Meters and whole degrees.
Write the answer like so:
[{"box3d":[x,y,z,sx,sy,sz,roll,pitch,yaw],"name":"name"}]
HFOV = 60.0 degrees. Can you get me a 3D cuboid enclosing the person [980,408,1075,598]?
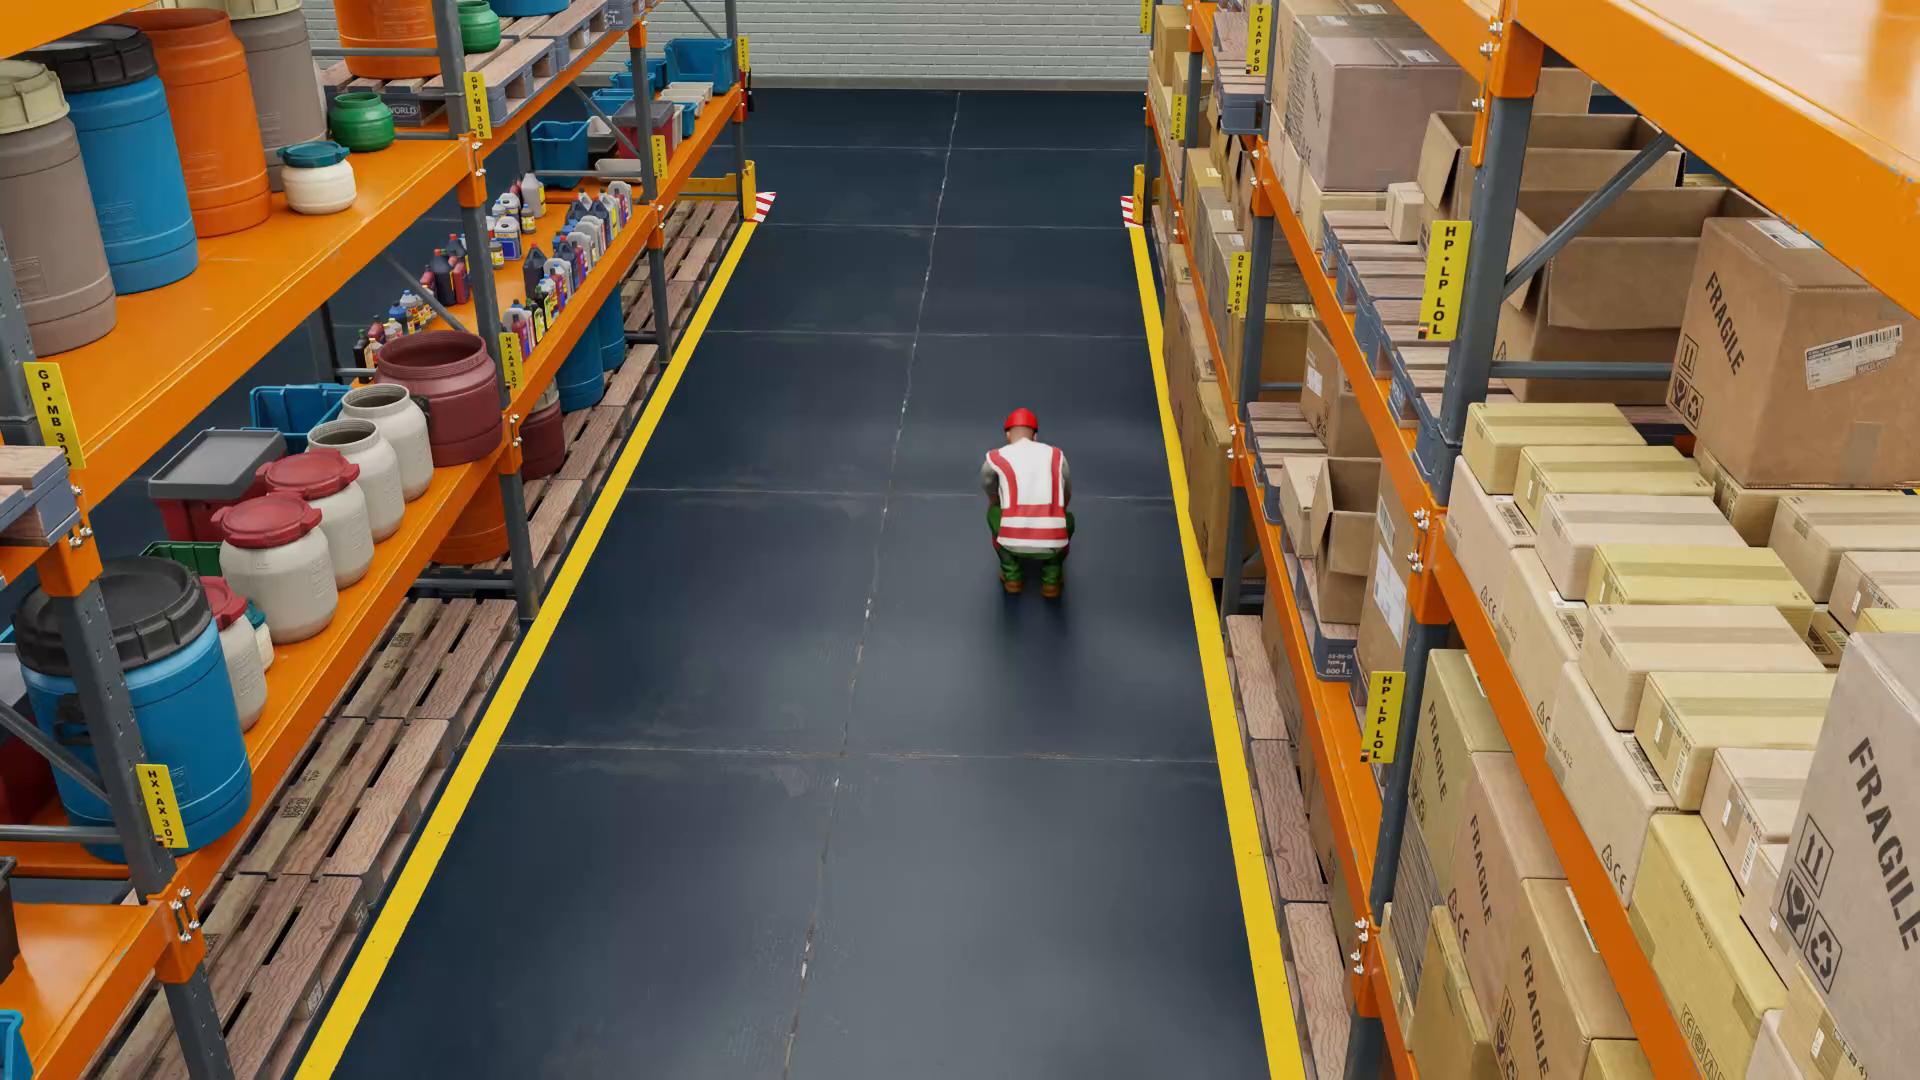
[{"box3d":[0.402,-0.216,9.870,0.569,0.993,0.868,1,28,2],"name":"person"}]
